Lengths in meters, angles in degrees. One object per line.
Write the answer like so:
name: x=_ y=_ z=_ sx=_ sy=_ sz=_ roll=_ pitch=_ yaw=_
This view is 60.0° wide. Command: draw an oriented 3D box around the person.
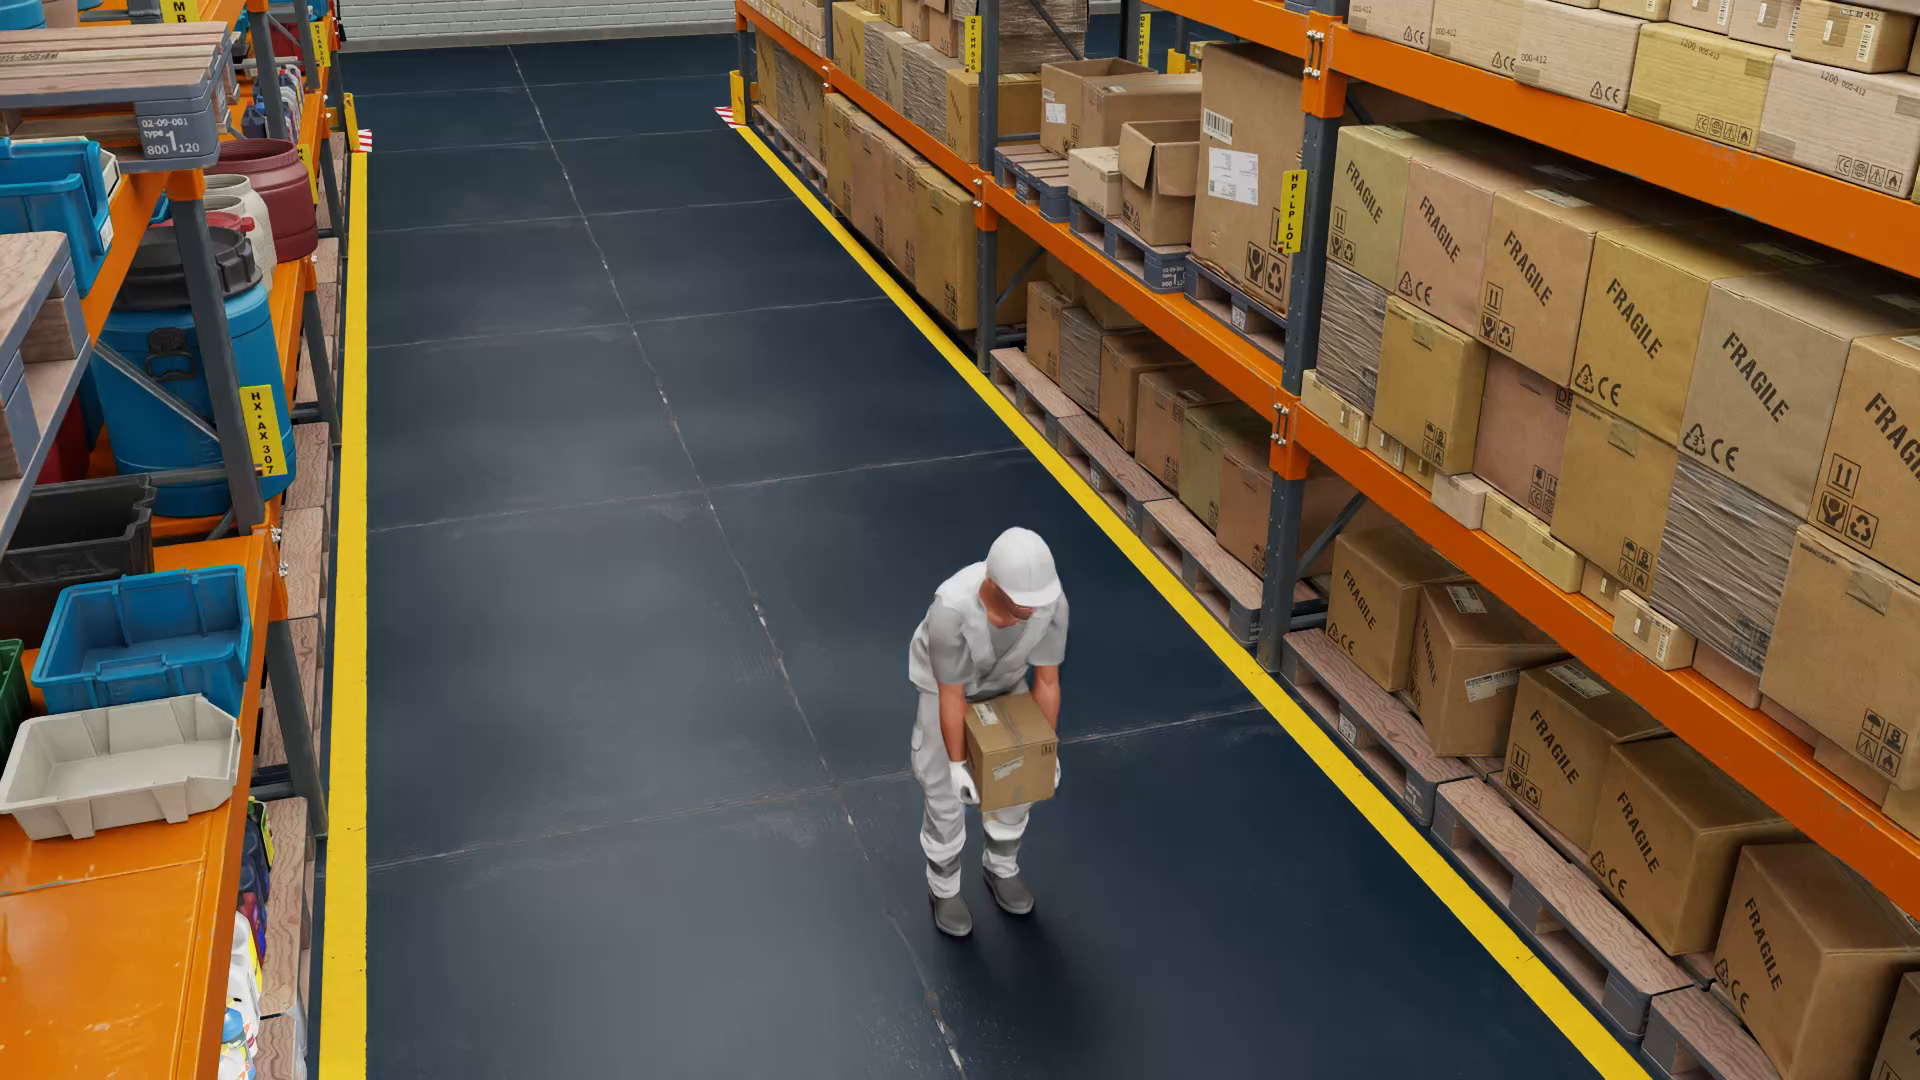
person: x=0.105 y=0.615 z=5.510 sx=0.486 sy=1.628 sz=0.739 roll=-9 pitch=27 yaw=-17
